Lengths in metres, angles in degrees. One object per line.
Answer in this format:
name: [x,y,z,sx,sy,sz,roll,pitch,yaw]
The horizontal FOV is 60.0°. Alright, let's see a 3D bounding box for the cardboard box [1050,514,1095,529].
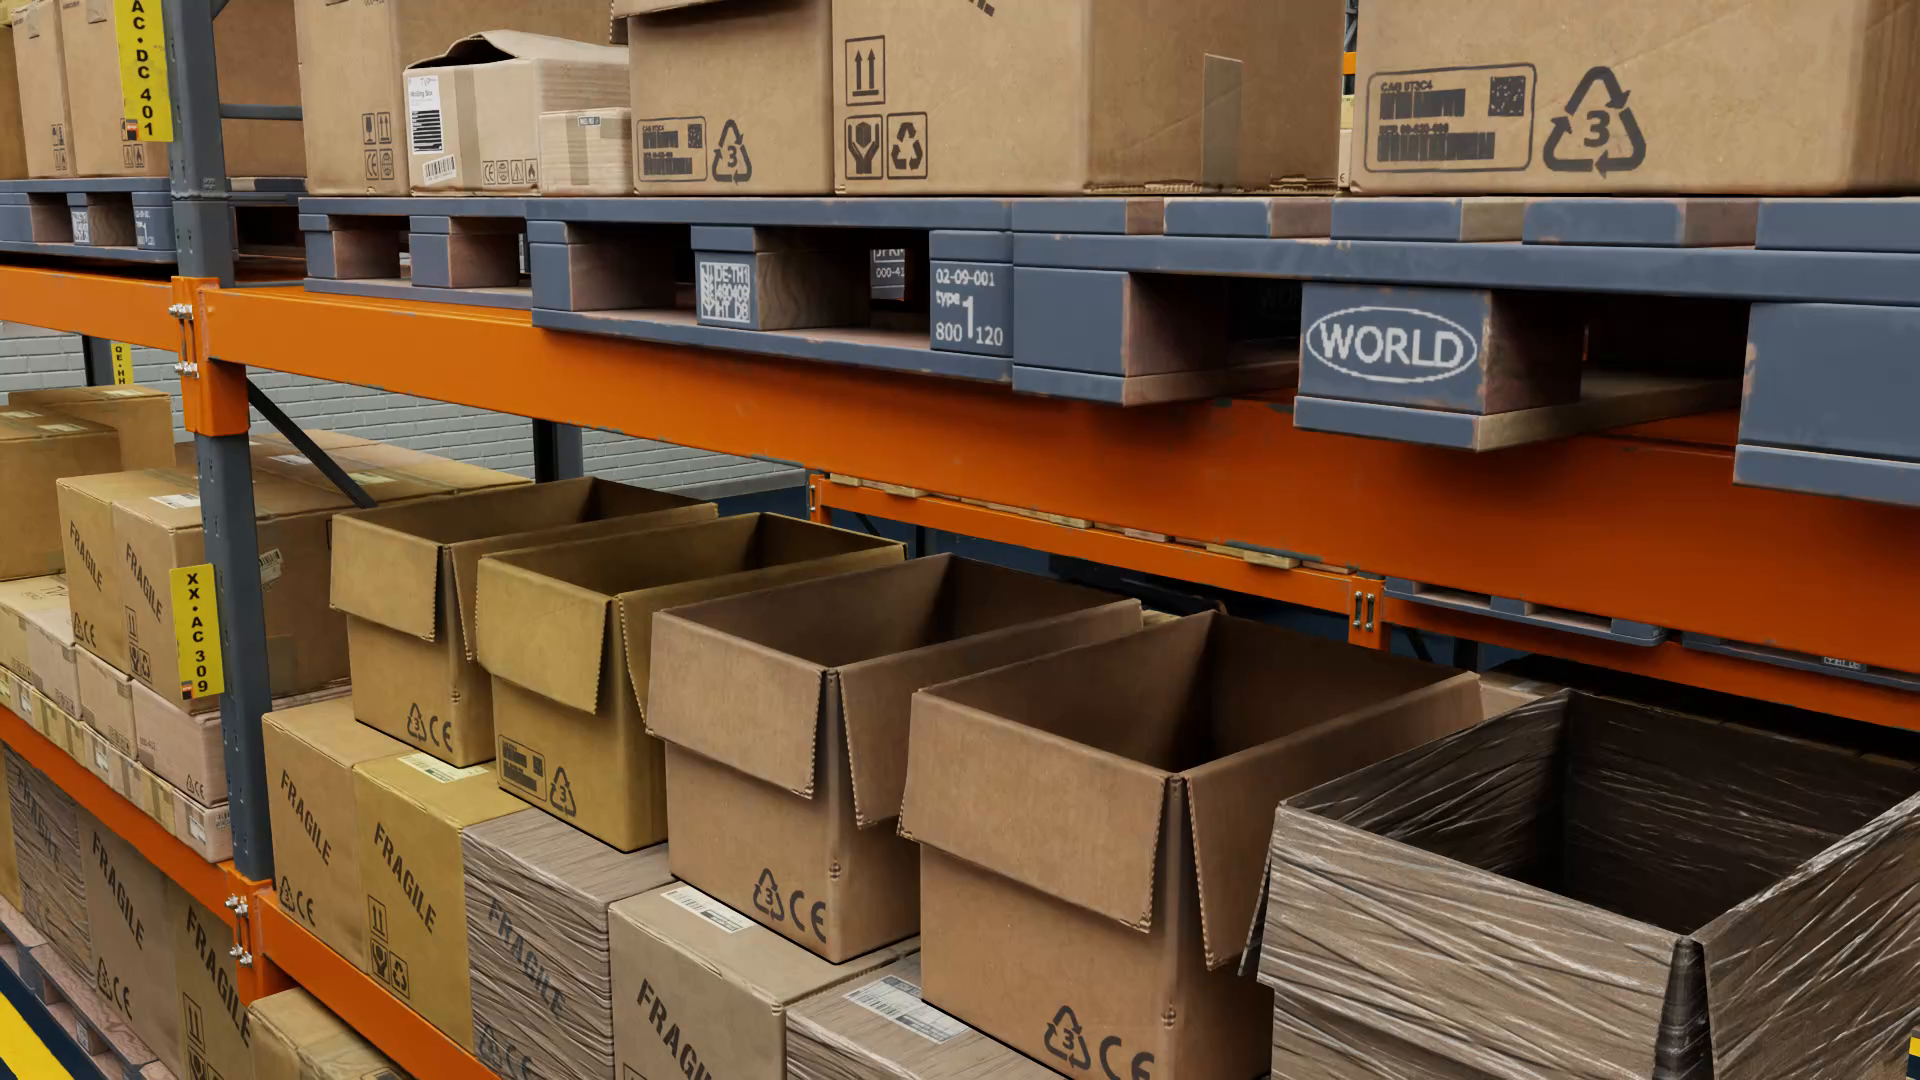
cardboard box: [0.702,-0.172,8.933,0.380,0.149,0.250,-10,16,-41]

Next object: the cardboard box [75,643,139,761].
cardboard box: [-2.311,0.434,5.007,0.500,0.250,0.500,-10,15,-41]

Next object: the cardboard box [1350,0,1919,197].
cardboard box: [0.832,-0.612,1.716,0.797,0.503,0.637,-10,15,-39]

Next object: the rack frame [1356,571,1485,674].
rack frame: [2.200,-0.067,7.805,1.000,3.000,0.127,-11,16,-43]

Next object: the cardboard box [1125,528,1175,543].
cardboard box: [1.066,-0.100,8.585,0.250,0.149,0.380,11,16,43]

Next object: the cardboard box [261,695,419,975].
cardboard box: [-1.320,0.662,4.017,0.500,0.500,0.500,-11,16,-42]

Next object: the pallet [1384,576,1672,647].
pallet: [2.622,0.158,7.185,1.003,0.211,1.213,-11,16,-43]

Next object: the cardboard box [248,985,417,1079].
cardboard box: [-1.001,1.535,4.254,1.225,0.875,0.875,-11,16,-42]

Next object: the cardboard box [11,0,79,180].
cardboard box: [-2.409,-1.349,5.055,0.700,0.500,0.500,-10,15,-40]

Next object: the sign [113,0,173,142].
sign: [-1.858,-1.075,3.783,0.100,0.325,0.005,-11,16,-43]

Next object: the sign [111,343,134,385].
sign: [-3.817,-0.731,7.572,0.100,0.325,0.005,-11,16,-43]

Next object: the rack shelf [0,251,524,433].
rack shelf: [-2.838,-0.800,5.709,1.077,0.370,4.000,-11,16,-43]

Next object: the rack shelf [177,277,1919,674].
rack shelf: [-0.076,-0.216,2.875,1.077,0.370,4.000,-11,16,-43]

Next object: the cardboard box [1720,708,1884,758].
cardboard box: [3.238,0.881,6.497,0.500,0.250,0.500,-10,15,-40]

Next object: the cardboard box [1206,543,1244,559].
cardboard box: [1.435,-0.023,8.213,0.380,0.149,0.250,-10,15,-40]

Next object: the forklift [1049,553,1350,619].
forklift: [2.046,-0.953,12.274,1.130,2.935,3.031,-10,15,-39]

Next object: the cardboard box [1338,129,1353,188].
cardboard box: [1.697,-1.740,7.622,0.500,0.250,0.500,11,16,42]

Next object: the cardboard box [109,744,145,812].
cardboard box: [-2.260,0.658,4.906,0.380,0.149,0.250,-11,16,-44]

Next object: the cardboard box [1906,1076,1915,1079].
cardboard box: [1.166,1.035,2.207,0.500,0.500,0.500,-10,15,-41]

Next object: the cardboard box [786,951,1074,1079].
cardboard box: [0.084,0.957,2.583,0.500,0.500,0.500,11,16,43]

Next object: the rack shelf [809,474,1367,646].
rack shelf: [0.819,-0.007,9.295,1.077,0.370,4.000,-11,16,-43]

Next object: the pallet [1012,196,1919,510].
pallet: [0.822,-0.270,1.825,1.213,0.211,1.003,-10,15,-40]

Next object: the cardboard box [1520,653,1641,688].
cardboard box: [2.897,0.657,7.583,0.500,0.250,0.500,11,16,44]

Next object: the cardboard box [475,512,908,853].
cardboard box: [-0.545,0.263,3.470,0.797,0.503,0.637,-11,16,-42]

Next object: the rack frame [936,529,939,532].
rack frame: [-0.283,-0.647,15.080,0.240,1.200,0.015,-11,16,-43]

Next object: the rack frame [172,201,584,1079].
rack frame: [-1.457,0.609,4.522,1.000,3.000,0.127,-11,16,-43]

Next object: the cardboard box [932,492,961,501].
cardboard box: [0.055,-0.338,9.743,0.380,0.149,0.250,-10,15,-40]

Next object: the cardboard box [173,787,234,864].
cardboard box: [-1.905,0.733,4.542,0.380,0.149,0.250,-11,16,-42]

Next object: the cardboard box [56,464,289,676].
cardboard box: [-2.311,0.066,4.934,0.500,0.500,0.500,-11,16,-42]

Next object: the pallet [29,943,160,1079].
pallet: [-2.772,1.675,6.259,1.003,0.211,1.213,-11,16,-43]

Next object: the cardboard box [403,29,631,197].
cardboard box: [-0.765,-0.850,3.348,0.500,0.311,0.500,11,16,43]

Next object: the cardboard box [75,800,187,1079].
cardboard box: [-2.477,1.205,5.853,0.875,0.875,0.875,-11,16,-43]

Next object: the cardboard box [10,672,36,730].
cardboard box: [-2.967,0.508,5.633,0.380,0.149,0.250,-11,16,-42]

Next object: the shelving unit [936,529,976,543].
shelving unit: [-0.114,-0.612,14.908,0.258,1.200,0.503,-11,16,-43]

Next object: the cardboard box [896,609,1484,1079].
cardboard box: [0.364,0.448,2.570,0.797,0.503,0.637,-10,16,-41]

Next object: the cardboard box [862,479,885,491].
cardboard box: [-0.370,-0.404,10.061,0.380,0.149,0.250,-10,15,-41]

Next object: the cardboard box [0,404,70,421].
cardboard box: [-3.738,-0.234,6.388,0.500,0.500,0.500,11,16,44]

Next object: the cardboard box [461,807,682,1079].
cardboard box: [-0.627,0.808,3.307,0.500,0.500,0.500,11,16,44]

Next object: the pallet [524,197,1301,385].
pallet: [0.048,-0.433,2.615,1.003,0.211,1.213,-10,15,-40]

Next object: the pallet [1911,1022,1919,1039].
pallet: [3.585,1.590,6.672,1.003,0.211,1.213,-11,16,-43]

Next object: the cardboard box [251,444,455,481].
cardboard box: [-1.938,-0.009,5.298,0.500,0.500,0.500,-11,16,-43]

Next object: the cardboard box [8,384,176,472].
cardboard box: [-3.693,-0.380,7.098,0.500,0.500,0.500,-11,16,-42]

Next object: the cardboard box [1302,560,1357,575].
cardboard box: [1.833,0.047,7.875,0.380,0.149,0.250,-11,16,-43]

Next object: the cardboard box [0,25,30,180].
cardboard box: [-3.128,-1.512,5.845,0.500,0.500,0.700,10,16,41]

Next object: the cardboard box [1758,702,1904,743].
cardboard box: [3.618,0.809,6.845,0.500,0.250,0.500,11,16,43]

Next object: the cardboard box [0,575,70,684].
cardboard box: [-3.011,0.285,5.730,0.500,0.250,0.500,-11,16,-44]

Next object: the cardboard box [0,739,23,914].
cardboard box: [-3.720,0.942,7.128,0.875,0.875,0.875,-11,16,-43]

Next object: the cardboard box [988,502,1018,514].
cardboard box: [0.375,-0.255,9.340,0.380,0.149,0.250,-11,16,-44]

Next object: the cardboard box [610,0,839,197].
cardboard box: [-0.121,-0.828,2.766,0.797,0.503,0.637,-11,16,-43]

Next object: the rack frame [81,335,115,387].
rack frame: [-4.220,0.025,7.356,1.000,3.000,0.127,-11,16,-43]

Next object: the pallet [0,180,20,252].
pallet: [-2.853,-1.116,5.679,1.003,0.211,1.213,-11,16,-43]

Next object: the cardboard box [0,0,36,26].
cardboard box: [-2.832,-1.819,5.477,0.500,0.250,0.500,11,16,43]

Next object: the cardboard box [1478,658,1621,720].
cardboard box: [2.519,0.729,7.237,0.500,0.250,0.500,11,16,43]

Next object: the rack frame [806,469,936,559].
rack frame: [-0.562,-0.651,10.639,1.000,3.000,0.127,-11,16,-43]

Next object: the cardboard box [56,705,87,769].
cardboard box: [-2.616,0.583,5.271,0.380,0.149,0.250,-11,16,-42]

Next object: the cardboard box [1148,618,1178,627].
cardboard box: [1.193,0.562,9.298,0.250,0.149,0.380,11,16,43]
